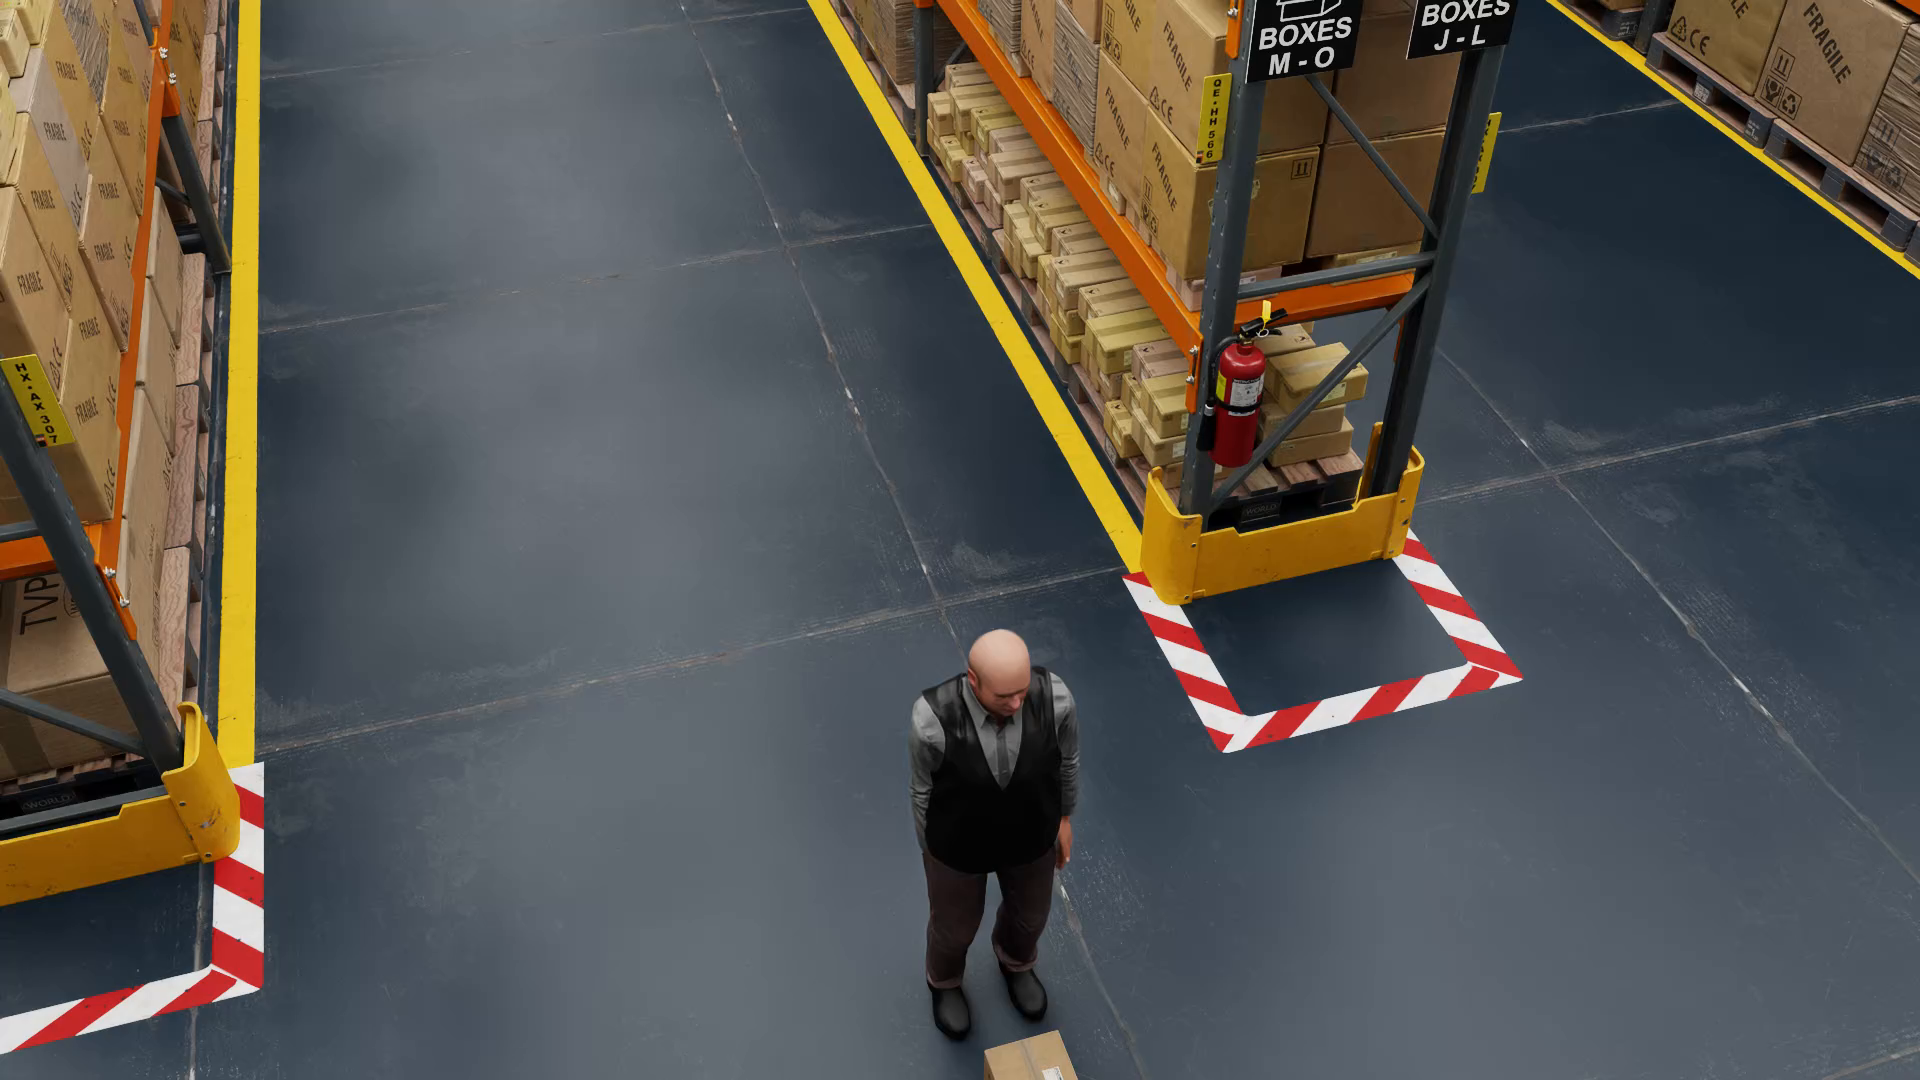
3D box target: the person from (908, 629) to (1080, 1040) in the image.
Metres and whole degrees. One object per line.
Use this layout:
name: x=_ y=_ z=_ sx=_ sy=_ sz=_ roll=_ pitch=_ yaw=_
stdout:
person: x=0.112 y=0.912 z=5.173 sx=0.534 sy=1.714 sz=0.357 roll=-11 pitch=43 yaw=-12
